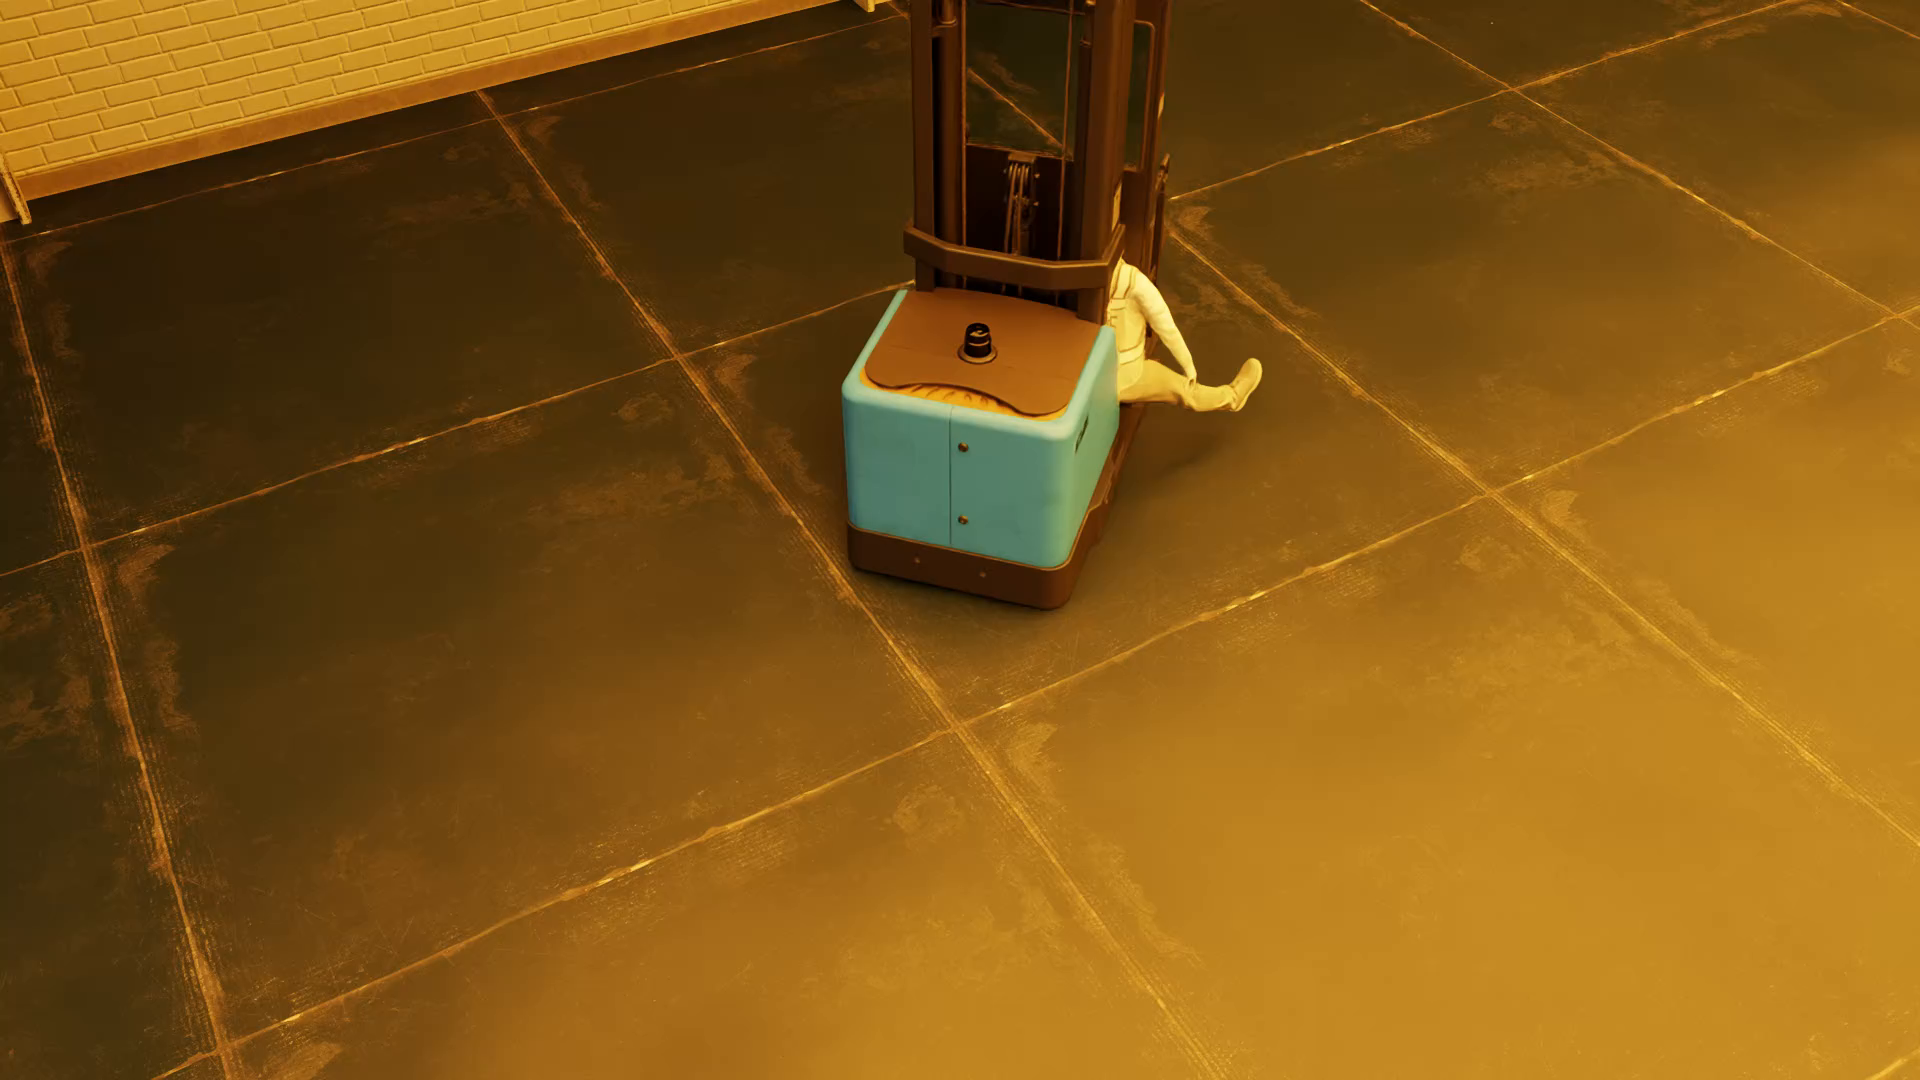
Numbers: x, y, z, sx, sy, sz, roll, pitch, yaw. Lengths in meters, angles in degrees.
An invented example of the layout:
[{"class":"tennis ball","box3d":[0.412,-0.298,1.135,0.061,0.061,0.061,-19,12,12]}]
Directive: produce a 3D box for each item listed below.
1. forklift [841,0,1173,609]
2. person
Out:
[{"class":"forklift","box3d":[0.409,-1.786,7.624,1.130,2.935,3.031,12,44,13]},{"class":"person","box3d":[0.807,-1.073,7.972,1.135,1.368,0.986,-32,52,-30]}]
